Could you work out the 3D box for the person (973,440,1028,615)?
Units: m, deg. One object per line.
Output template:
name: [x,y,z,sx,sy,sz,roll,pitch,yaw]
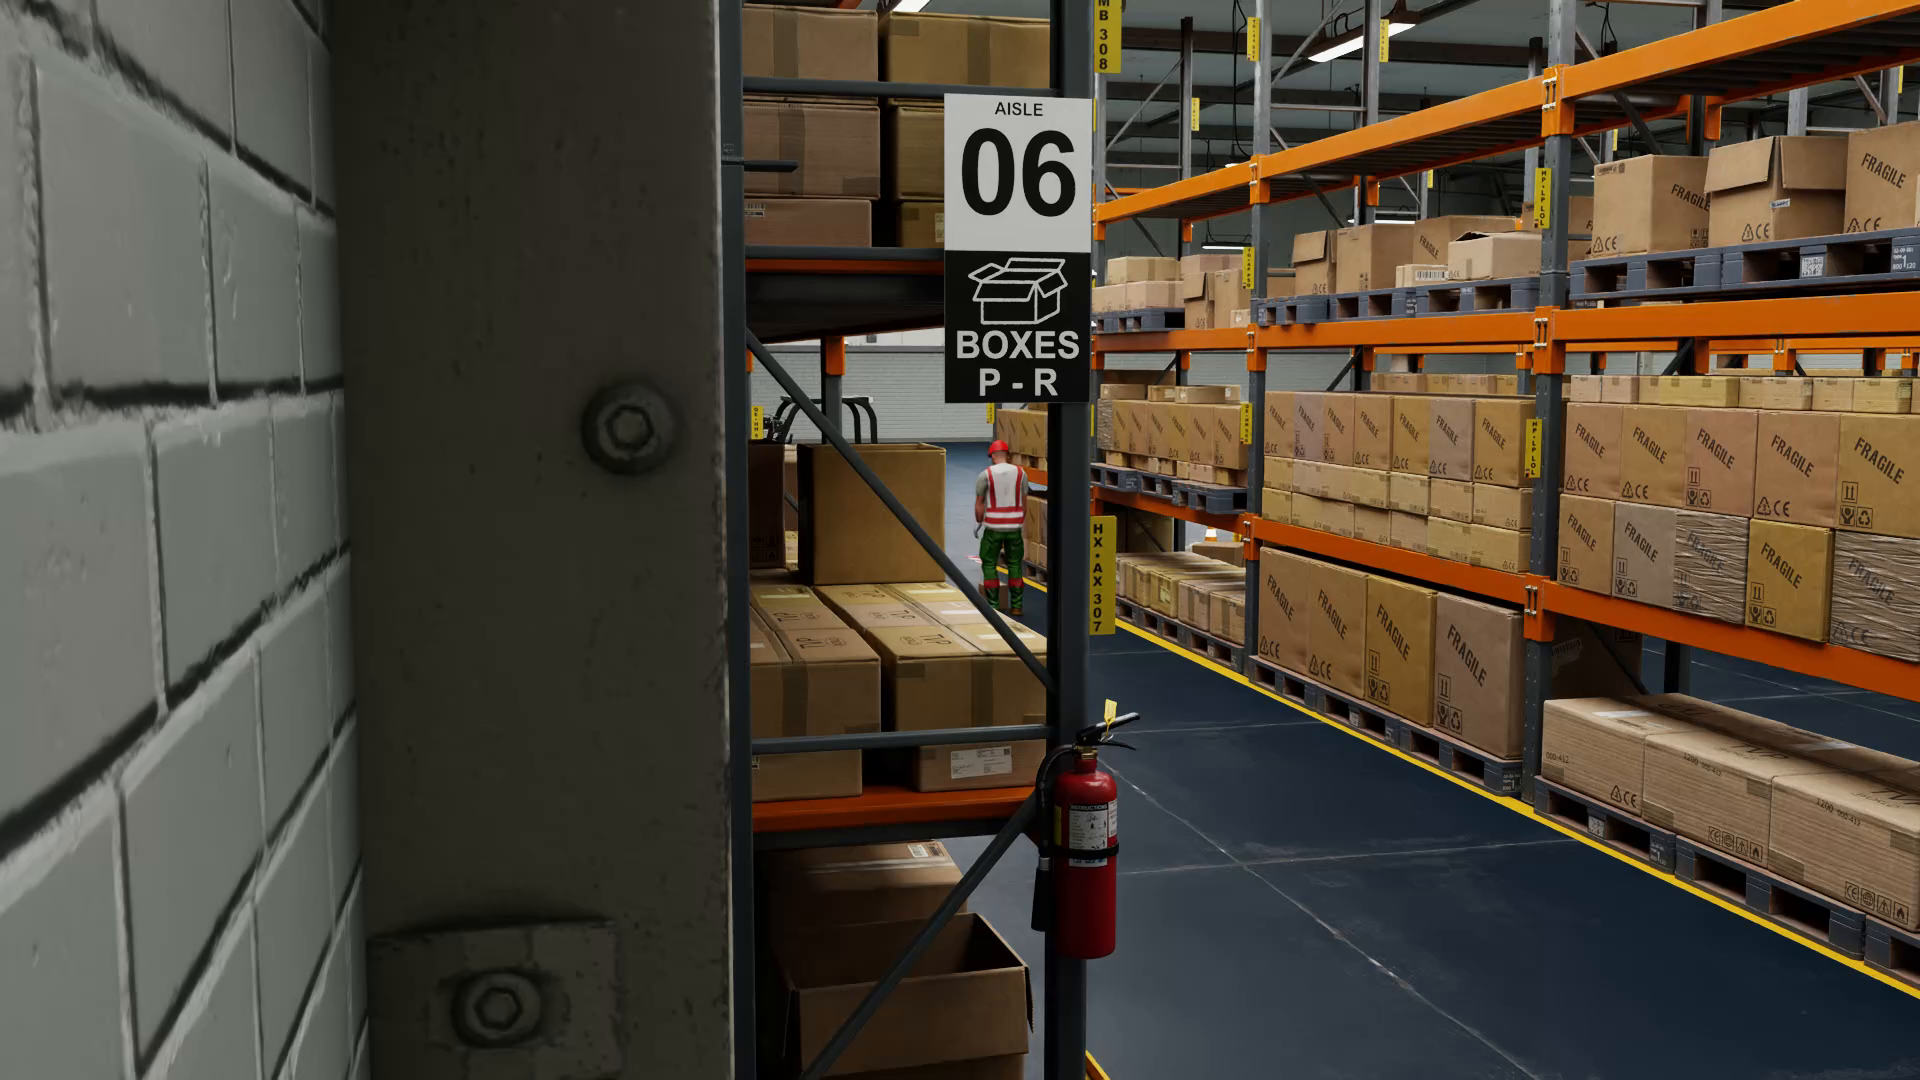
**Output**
person: [0.406,-0.120,16.686,0.538,1.752,0.428,-1,6,-12]
